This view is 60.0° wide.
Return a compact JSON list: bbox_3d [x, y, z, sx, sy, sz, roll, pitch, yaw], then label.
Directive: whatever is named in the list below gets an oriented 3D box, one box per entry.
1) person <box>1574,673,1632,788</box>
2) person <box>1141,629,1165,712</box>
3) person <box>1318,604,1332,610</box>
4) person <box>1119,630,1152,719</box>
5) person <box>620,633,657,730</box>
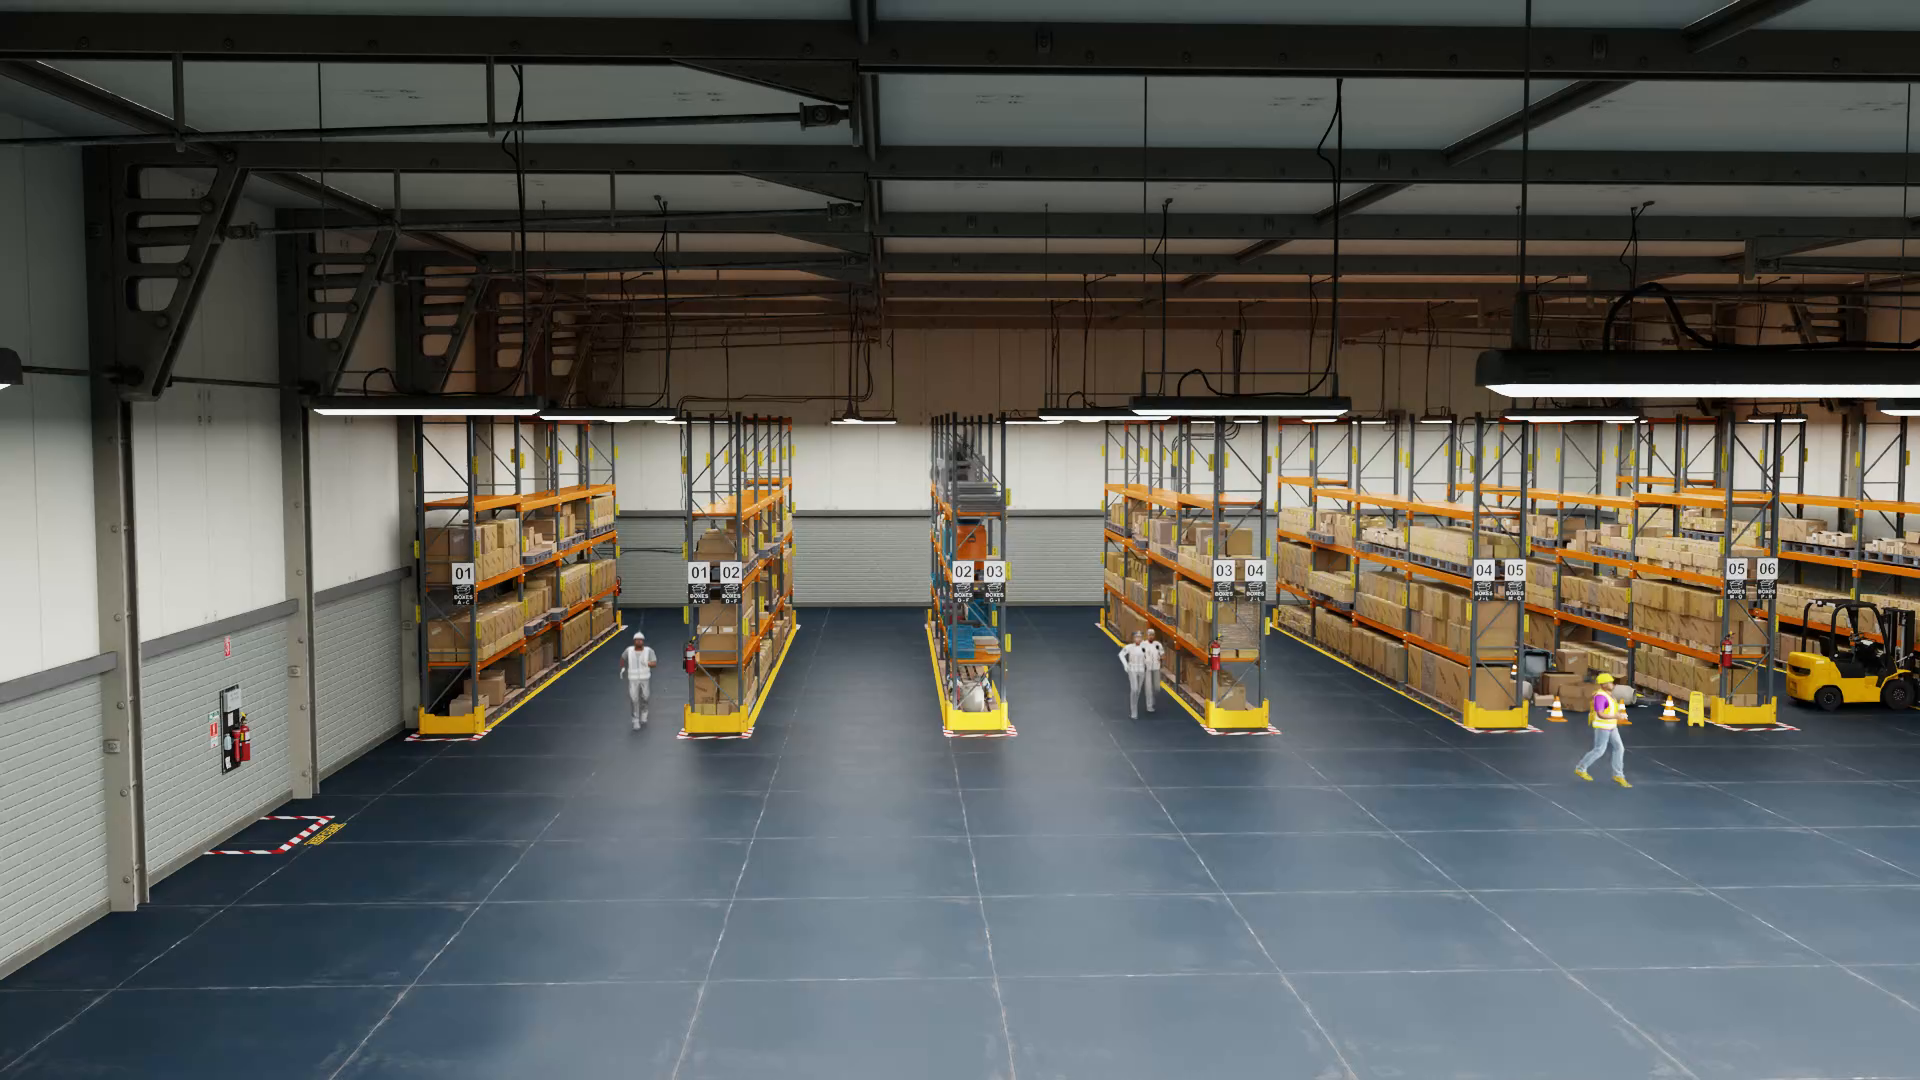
[{"bbox_3d":[10.289,3.033,26.570,0.856,1.815,0.700,3,5,38],"label":"person"},{"bbox_3d":[3.840,2.615,33.636,0.605,1.634,0.823,0,4,-6],"label":"person"},{"bbox_3d":[10.609,1.589,48.668,0.684,1.649,0.534,-3,5,-40],"label":"person"},{"bbox_3d":[3.482,2.649,32.887,0.576,1.753,0.751,-1,4,-12],"label":"person"},{"bbox_3d":[-6.111,2.652,31.621,0.696,1.772,0.958,-1,4,-10],"label":"person"}]
